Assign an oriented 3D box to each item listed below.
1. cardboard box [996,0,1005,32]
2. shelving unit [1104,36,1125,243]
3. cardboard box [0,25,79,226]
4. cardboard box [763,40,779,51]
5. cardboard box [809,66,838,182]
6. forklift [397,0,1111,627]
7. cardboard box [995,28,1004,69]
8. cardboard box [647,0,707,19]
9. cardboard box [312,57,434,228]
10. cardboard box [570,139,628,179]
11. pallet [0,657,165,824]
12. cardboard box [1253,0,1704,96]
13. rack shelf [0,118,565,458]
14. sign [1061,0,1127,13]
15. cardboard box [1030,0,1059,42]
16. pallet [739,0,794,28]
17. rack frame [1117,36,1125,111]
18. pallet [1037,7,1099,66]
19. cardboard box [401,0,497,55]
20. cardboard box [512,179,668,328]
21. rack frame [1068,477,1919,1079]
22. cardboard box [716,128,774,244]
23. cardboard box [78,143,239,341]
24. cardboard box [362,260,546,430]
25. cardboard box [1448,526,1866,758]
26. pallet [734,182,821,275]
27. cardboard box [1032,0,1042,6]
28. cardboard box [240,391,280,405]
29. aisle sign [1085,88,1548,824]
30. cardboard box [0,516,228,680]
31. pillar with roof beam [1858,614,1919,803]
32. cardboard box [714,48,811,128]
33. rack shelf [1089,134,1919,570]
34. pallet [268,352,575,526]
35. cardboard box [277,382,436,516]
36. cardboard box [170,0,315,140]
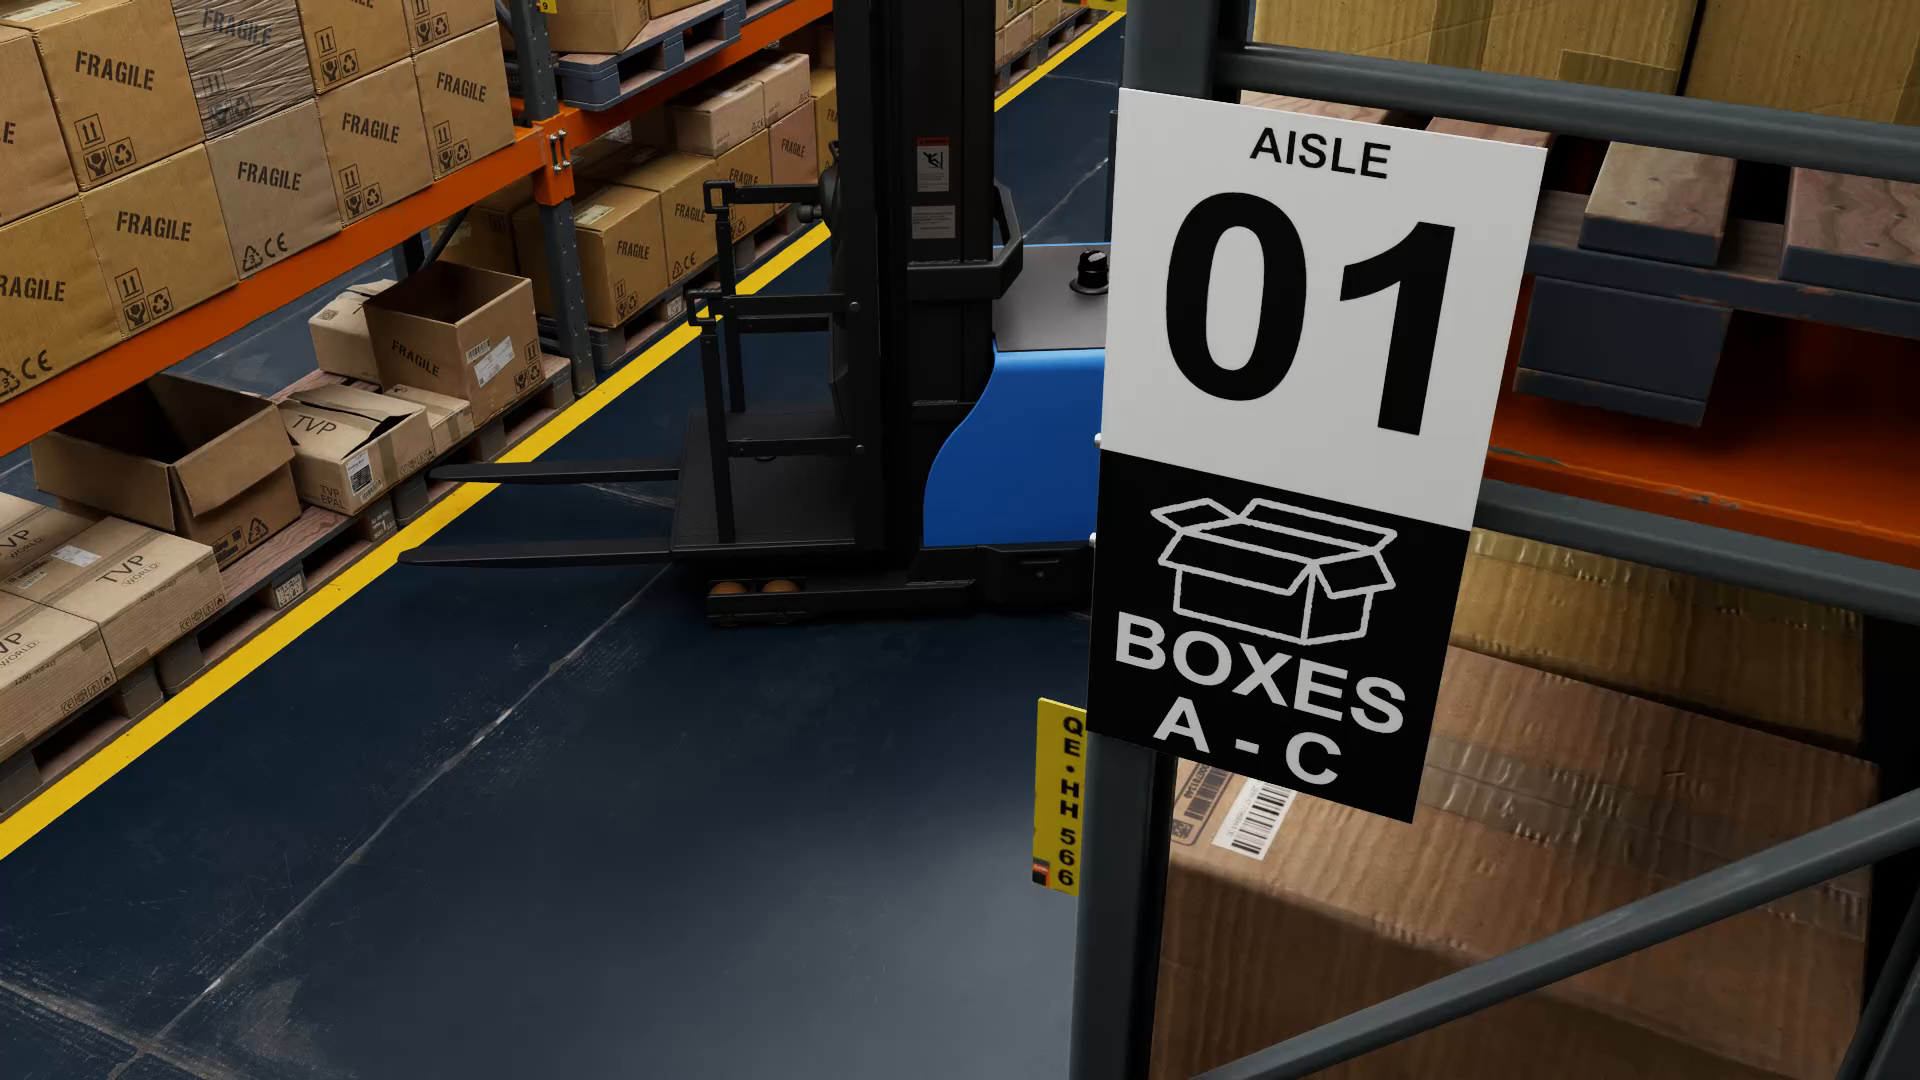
[{"bbox_3d":[-0.034,-3.507,10.977,0.500,0.311,0.500,15,36,22],"label":"cardboard box"},{"bbox_3d":[0.906,-1.331,7.413,0.587,1.500,1.083,4,33,6],"label":"shelving unit"},{"bbox_3d":[-3.017,-1.200,4.841,0.500,0.500,0.500,15,36,21],"label":"cardboard box"},{"bbox_3d":[-1.184,-2.769,10.116,0.500,0.500,0.500,13,35,19],"label":"cardboard box"},{"bbox_3d":[-0.915,-2.415,9.576,0.500,0.500,0.500,13,35,19],"label":"cardboard box"},{"bbox_3d":[-0.622,-1.202,5.909,3.031,2.935,1.130,-2,33,-3],"label":"forklift"},{"bbox_3d":[-0.034,-3.273,11.131,0.500,0.250,0.500,14,36,20],"label":"cardboard box"},{"bbox_3d":[-1.562,-2.821,7.842,0.700,0.500,0.500,20,38,28],"label":"cardboard box"},{"bbox_3d":[-2.384,-1.538,6.270,0.500,0.500,0.500,15,36,22],"label":"cardboard box"},{"bbox_3d":[-2.033,-1.756,8.571,0.500,0.500,0.500,14,36,21],"label":"cardboard box"},{"bbox_3d":[-3.503,0.662,5.549,1.003,0.211,1.213,14,36,20],"label":"pallet"},{"bbox_3d":[0.699,-0.770,2.115,0.500,0.250,0.500,15,36,22],"label":"cardboard box"},{"bbox_3d":[-3.031,-0.765,5.837,1.077,0.370,4.000,14,36,20],"label":"rack shelf"},{"bbox_3d":[0.147,-0.658,1.547,0.100,0.325,0.005,14,36,20],"label":"sign"},{"bbox_3d":[0.387,-3.784,11.910,0.500,0.250,0.500,13,36,19],"label":"cardboard box"},{"bbox_3d":[-1.330,-3.004,8.771,1.003,0.211,1.213,14,36,20],"label":"pallet"},{"bbox_3d":[0.968,-1.613,7.842,0.500,1.500,0.032,4,33,6],"label":"rack frame"},{"bbox_3d":[0.371,-3.894,12.496,1.003,0.211,1.213,14,36,20],"label":"pallet"},{"bbox_3d":[-2.170,-2.210,6.382,0.500,0.500,0.500,14,36,21],"label":"cardboard box"},{"bbox_3d":[-1.770,-1.385,8.005,0.500,0.500,0.500,13,35,18],"label":"cardboard box"},{"bbox_3d":[0.634,1.065,2.390,1.000,3.000,0.127,14,36,20],"label":"rack frame"},{"bbox_3d":[-1.341,-1.901,8.791,0.500,0.500,0.500,15,36,21],"label":"cardboard box"},{"bbox_3d":[-2.808,-1.028,5.491,0.500,0.500,0.500,15,36,21],"label":"cardboard box"},{"bbox_3d":[-2.175,-0.851,7.191,0.500,0.500,0.500,14,36,20],"label":"cardboard box"},{"bbox_3d":[1.132,0.319,3.255,0.980,0.700,0.700,14,36,20],"label":"cardboard box"},{"bbox_3d":[-1.379,-1.919,9.484,1.003,0.211,1.213,14,36,20],"label":"pallet"},{"bbox_3d":[0.393,-4.025,11.765,0.500,0.311,0.500,13,35,19],"label":"cardboard box"},{"bbox_3d":[-2.919,-0.468,6.911,0.380,0.166,0.250,14,36,20],"label":"cardboard box"},{"bbox_3d":[0.331,-0.055,1.727,0.394,0.787,0.004,14,36,20],"label":"aisle sign"},{"bbox_3d":[-2.964,0.193,5.827,0.500,0.250,0.500,14,36,20],"label":"cardboard box"},{"bbox_3d":[-1.110,-3.876,4.455,9.100,9.000,0.400,14,36,20],"label":"pillar with roof beam"},{"bbox_3d":[-1.142,-2.447,8.941,0.500,0.250,0.500,13,36,20],"label":"cardboard box"},{"bbox_3d":[1.470,-0.884,3.284,1.077,0.370,4.000,14,36,20],"label":"rack shelf"},{"bbox_3d":[-2.482,-0.554,7.402,1.003,0.211,1.213,14,36,20],"label":"pallet"},{"bbox_3d":[-2.488,-0.399,6.673,0.500,0.311,0.500,14,36,20],"label":"cardboard box"},{"bbox_3d":[-2.593,-1.704,5.609,0.500,0.500,0.500,14,36,21],"label":"cardboard box"}]
